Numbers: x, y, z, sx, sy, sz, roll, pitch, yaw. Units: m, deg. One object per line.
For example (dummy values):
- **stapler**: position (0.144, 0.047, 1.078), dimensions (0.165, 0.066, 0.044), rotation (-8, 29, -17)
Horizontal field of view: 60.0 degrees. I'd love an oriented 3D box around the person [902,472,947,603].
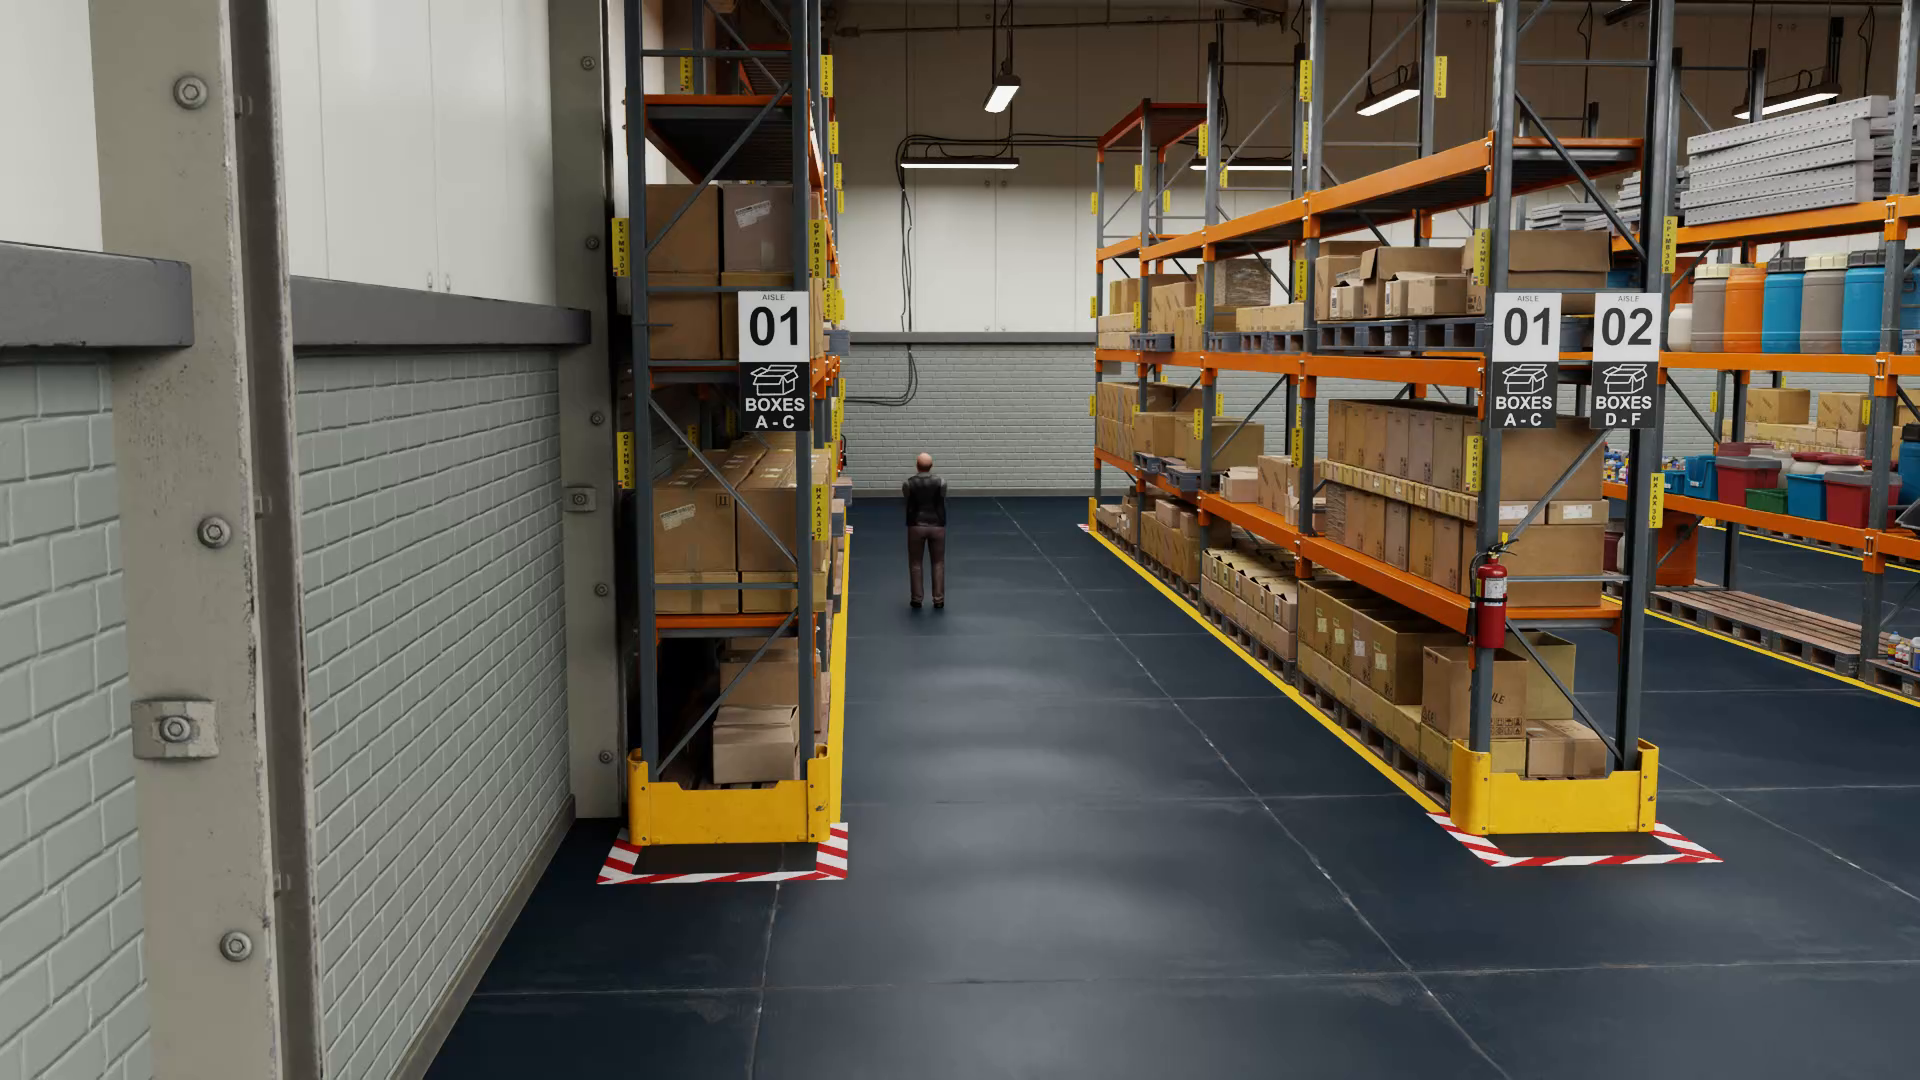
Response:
- **person**: position (-0.390, -0.037, 18.328), dimensions (0.494, 1.450, 0.448), rotation (0, 7, -4)
